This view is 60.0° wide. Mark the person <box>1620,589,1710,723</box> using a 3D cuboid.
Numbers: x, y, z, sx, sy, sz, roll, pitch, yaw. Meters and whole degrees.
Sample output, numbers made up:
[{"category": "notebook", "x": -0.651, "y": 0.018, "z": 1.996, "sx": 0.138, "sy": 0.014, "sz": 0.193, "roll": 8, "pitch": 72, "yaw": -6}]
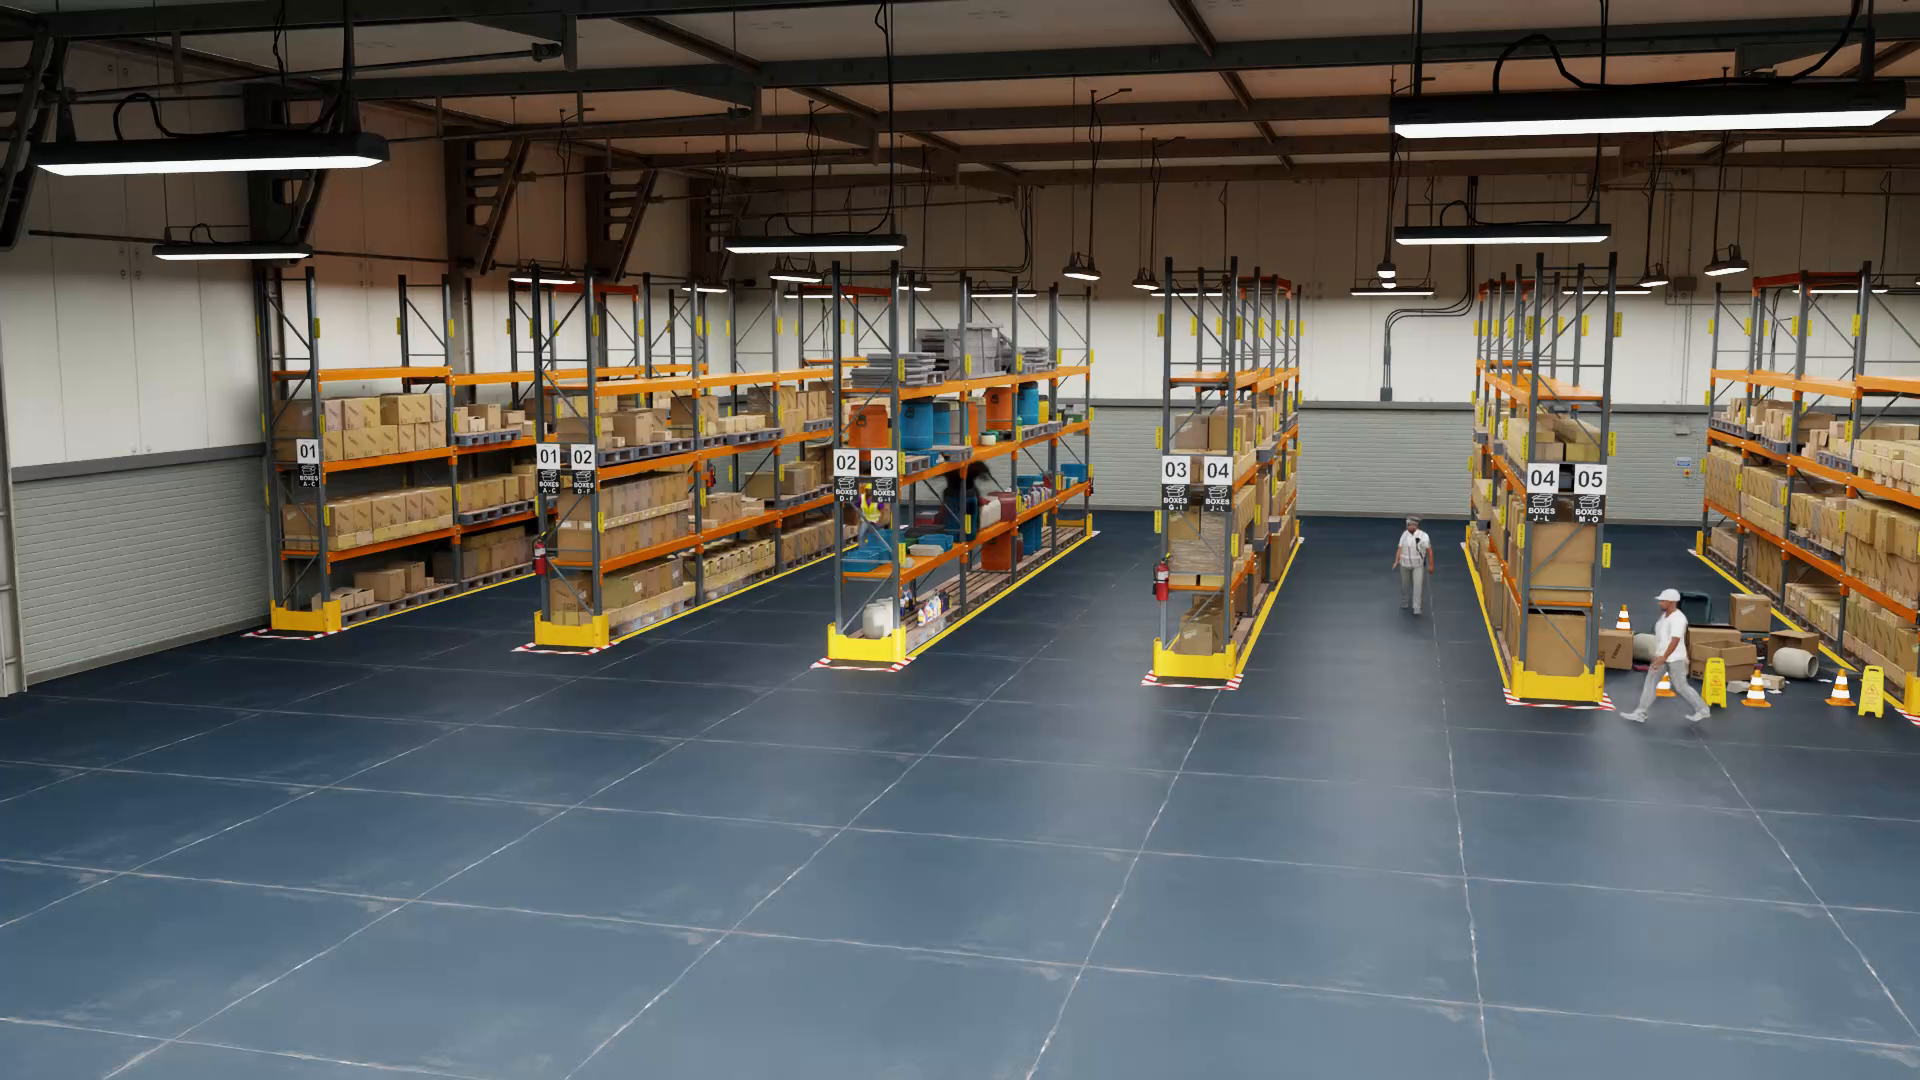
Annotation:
[{"category": "person", "x": 8.979, "y": 1.485, "z": 21.072, "sx": 1.037, "sy": 1.735, "sz": 0.546, "roll": -1, "pitch": 7, "yaw": -5}]

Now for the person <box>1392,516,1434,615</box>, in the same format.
[{"category": "person", "x": 8.004, "y": 0.428, "z": 29.349, "sx": 0.711, "sy": 1.709, "sz": 1.060, "roll": 2, "pitch": 7, "yaw": 15}]

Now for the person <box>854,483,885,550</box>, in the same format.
[{"category": "person", "x": -1.973, "y": -0.376, "z": 35.793, "sx": 0.730, "sy": 1.742, "sz": 0.994, "roll": 2, "pitch": 8, "yaw": 16}]
